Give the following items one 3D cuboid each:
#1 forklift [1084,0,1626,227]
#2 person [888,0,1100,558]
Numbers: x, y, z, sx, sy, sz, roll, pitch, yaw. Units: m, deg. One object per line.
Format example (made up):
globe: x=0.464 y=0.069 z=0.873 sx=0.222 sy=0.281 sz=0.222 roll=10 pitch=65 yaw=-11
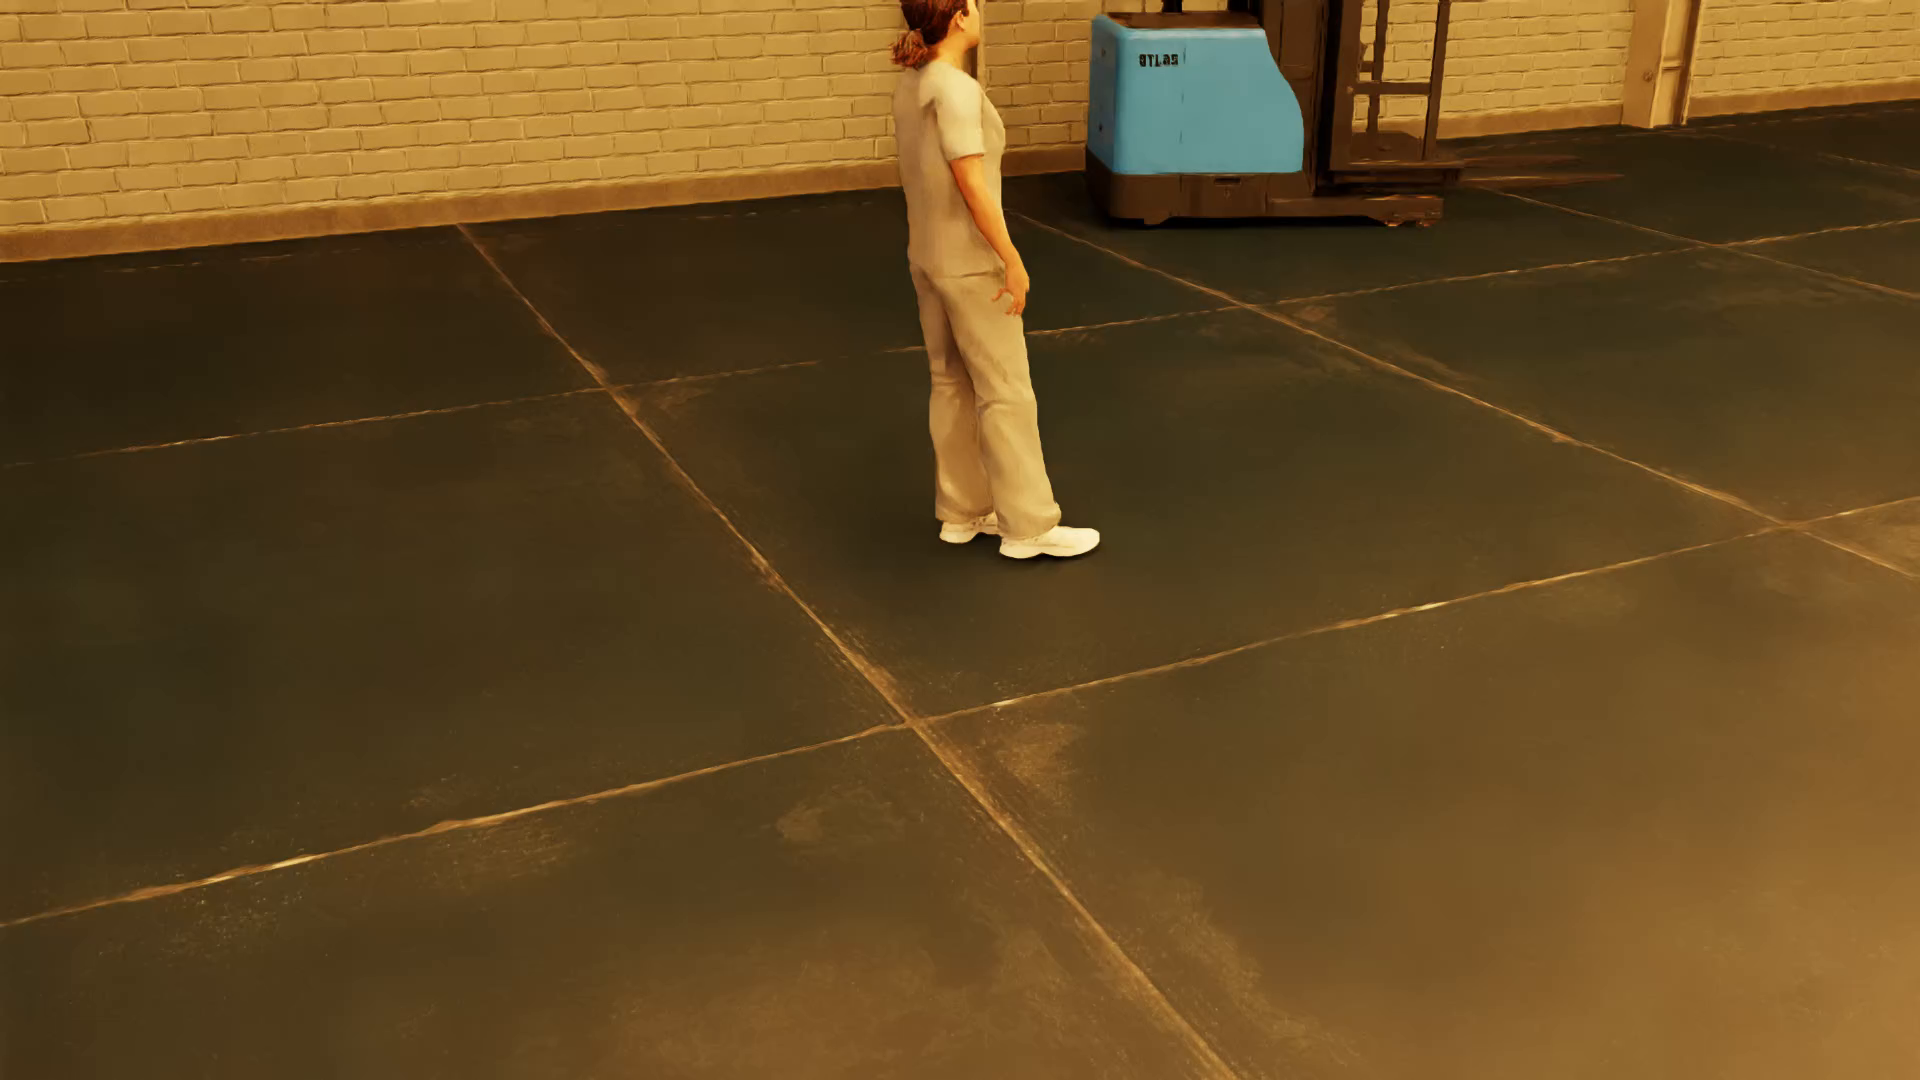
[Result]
forklift: x=2.298 y=-3.317 z=9.272 sx=3.031 sy=2.935 sz=1.130 roll=-2 pitch=23 yaw=-5
person: x=0.073 y=-0.788 z=4.800 sx=0.548 sy=1.674 sz=0.550 roll=-10 pitch=25 yaw=-23
